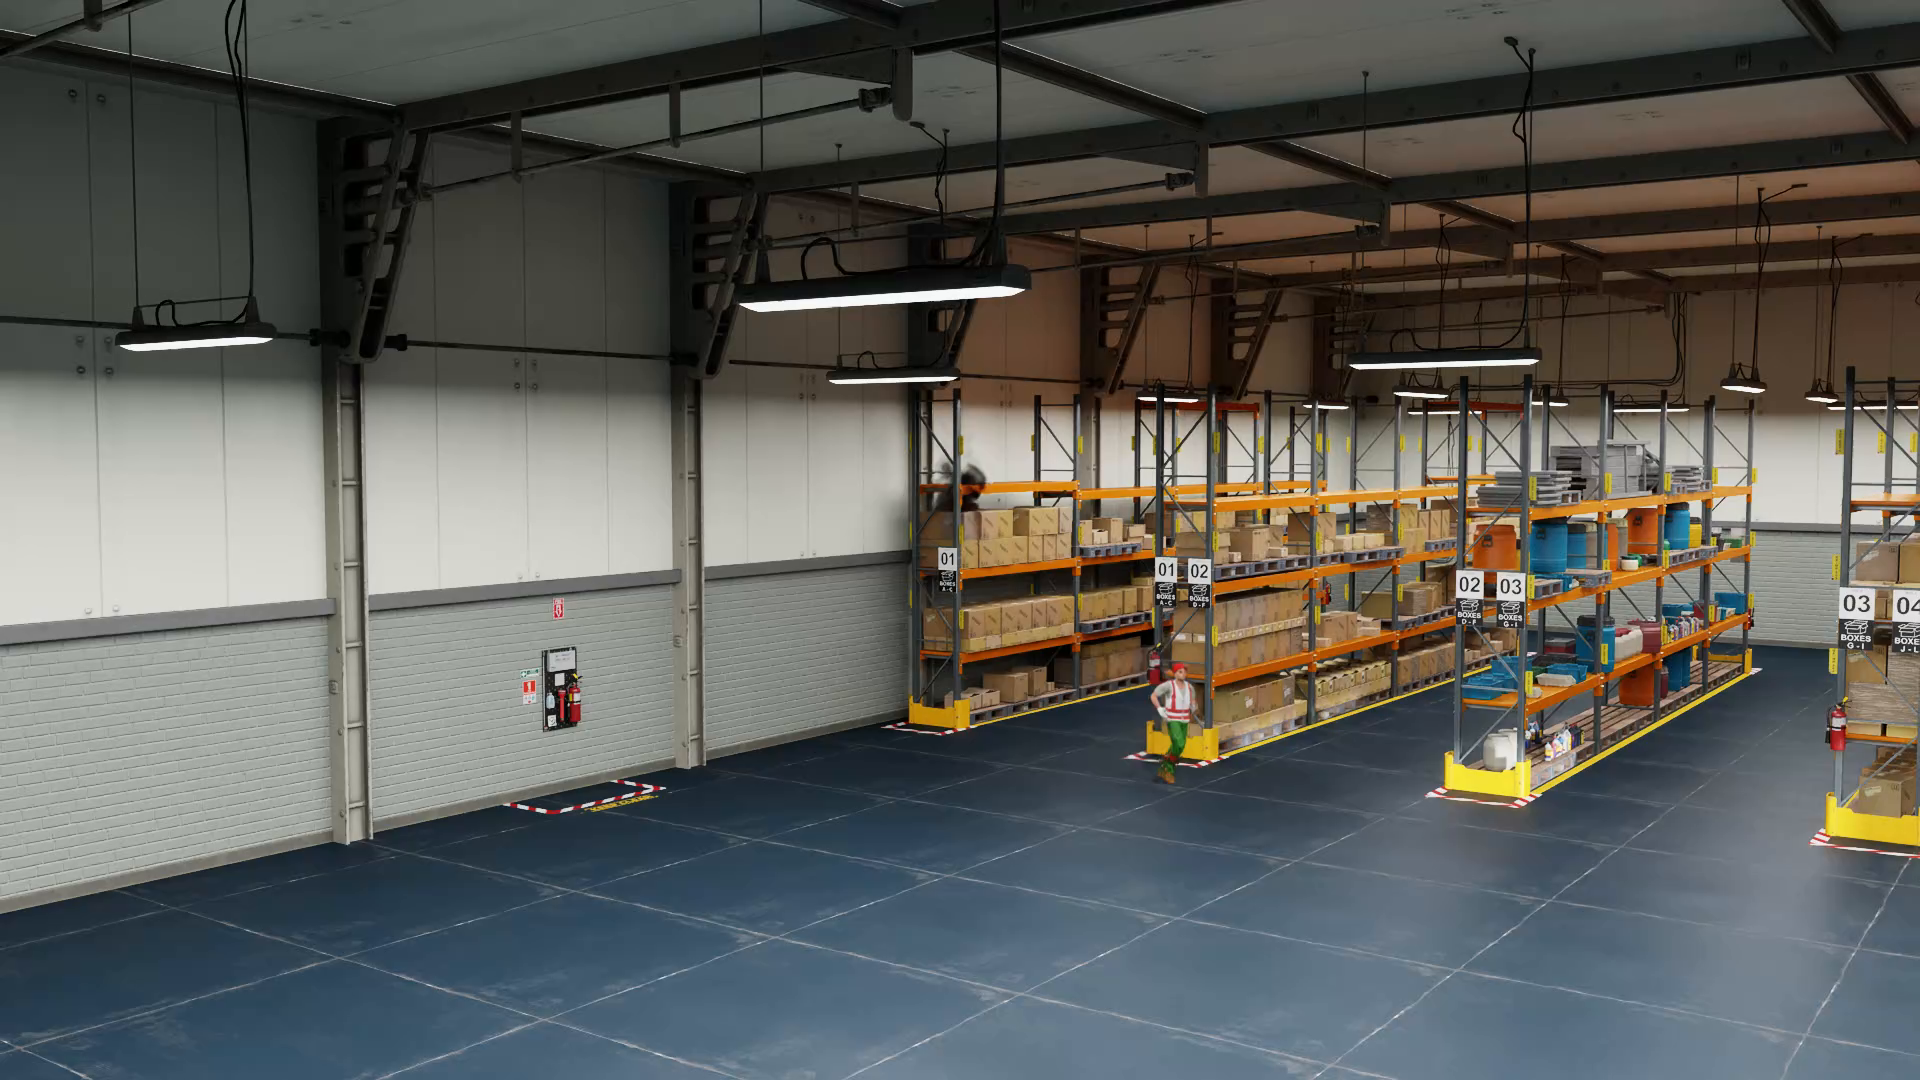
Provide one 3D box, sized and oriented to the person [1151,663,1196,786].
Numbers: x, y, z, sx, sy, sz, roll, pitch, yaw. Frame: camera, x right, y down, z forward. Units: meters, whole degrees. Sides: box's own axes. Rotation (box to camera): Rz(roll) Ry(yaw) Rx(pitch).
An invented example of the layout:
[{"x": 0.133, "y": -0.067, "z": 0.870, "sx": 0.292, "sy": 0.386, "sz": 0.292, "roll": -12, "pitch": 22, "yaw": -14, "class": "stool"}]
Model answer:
[{"x": 3.226, "y": 2.713, "z": 24.645, "sx": 0.688, "sy": 1.799, "sz": 0.633, "roll": -2, "pitch": 4, "yaw": -30, "class": "person"}]
